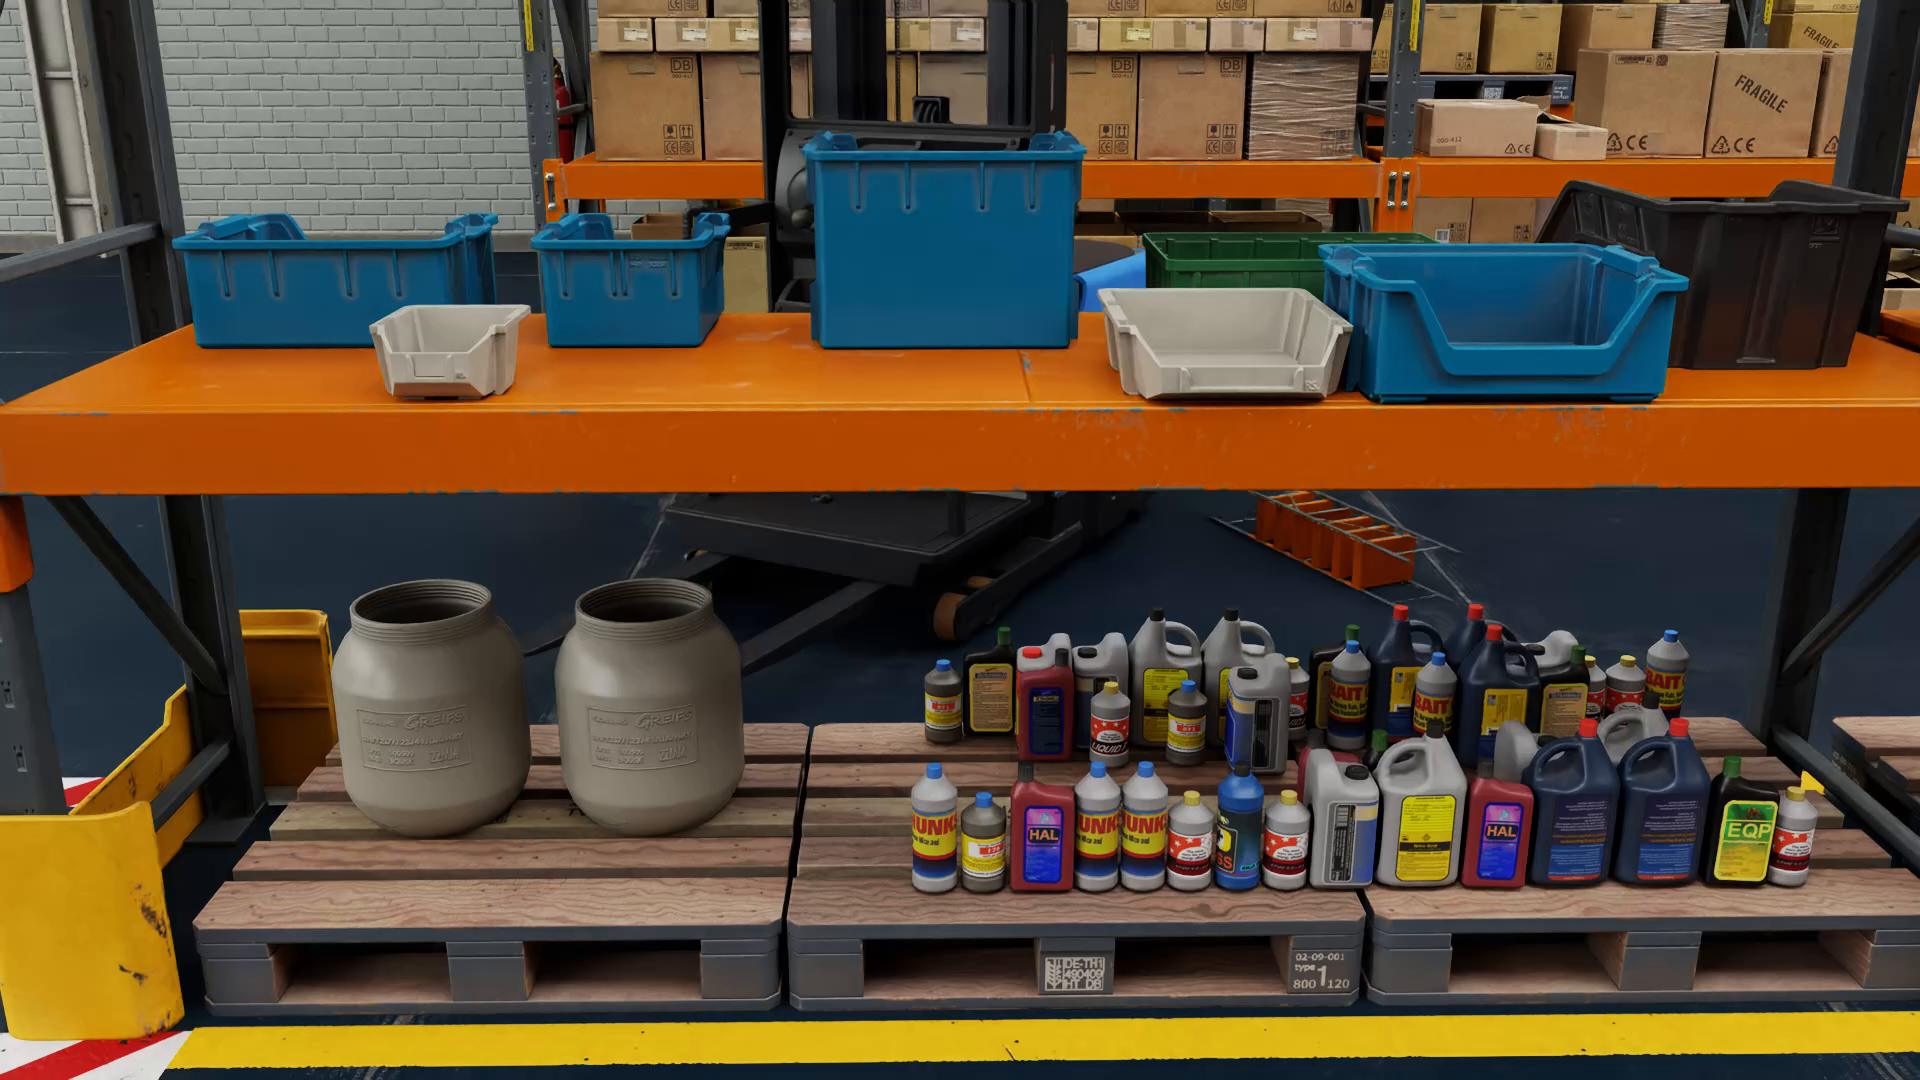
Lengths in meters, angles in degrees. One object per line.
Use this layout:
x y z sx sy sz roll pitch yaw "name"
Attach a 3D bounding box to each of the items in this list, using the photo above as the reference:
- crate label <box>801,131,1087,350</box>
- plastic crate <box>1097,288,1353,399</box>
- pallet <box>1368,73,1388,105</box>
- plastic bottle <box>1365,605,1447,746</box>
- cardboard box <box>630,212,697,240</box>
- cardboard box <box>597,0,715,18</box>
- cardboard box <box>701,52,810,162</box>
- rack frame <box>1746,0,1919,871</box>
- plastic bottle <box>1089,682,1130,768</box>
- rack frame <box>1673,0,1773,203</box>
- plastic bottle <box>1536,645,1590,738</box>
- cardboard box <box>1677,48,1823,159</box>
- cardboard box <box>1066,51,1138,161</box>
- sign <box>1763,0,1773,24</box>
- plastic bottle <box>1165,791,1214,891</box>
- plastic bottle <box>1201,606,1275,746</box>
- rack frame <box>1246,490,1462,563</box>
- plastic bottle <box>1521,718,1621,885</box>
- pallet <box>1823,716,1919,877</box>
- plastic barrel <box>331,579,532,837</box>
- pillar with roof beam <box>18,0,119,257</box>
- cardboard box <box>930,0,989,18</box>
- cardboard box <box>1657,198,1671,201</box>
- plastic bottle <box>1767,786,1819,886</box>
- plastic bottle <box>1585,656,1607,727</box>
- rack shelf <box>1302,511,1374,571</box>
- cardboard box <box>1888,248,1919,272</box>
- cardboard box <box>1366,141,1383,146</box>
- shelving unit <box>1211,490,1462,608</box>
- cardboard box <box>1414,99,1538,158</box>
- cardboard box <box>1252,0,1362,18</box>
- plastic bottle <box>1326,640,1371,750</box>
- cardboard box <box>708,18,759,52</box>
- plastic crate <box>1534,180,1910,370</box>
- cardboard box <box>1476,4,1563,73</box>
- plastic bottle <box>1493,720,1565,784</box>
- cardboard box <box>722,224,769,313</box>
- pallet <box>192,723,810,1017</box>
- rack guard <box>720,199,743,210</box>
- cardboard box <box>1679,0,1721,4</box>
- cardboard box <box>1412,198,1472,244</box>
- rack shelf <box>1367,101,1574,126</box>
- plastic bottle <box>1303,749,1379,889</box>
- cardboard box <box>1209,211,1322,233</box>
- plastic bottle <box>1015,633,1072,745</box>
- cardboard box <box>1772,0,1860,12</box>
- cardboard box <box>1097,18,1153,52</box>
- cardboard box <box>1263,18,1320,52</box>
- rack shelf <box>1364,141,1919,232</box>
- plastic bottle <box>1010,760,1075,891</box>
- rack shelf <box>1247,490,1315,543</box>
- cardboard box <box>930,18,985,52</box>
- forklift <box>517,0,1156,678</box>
-0.035 -0.684 3.712 0.616 0.435 0.502 0 18 -1 "crate label"
0.509 -0.384 3.267 0.437 0.136 0.530 0 18 -1 "plastic crate"
2.738 -3.489 12.827 1.213 0.211 1.003 0 18 -1 "pallet"
1.126 0.335 4.210 0.185 0.351 0.144 -1 18 -3 "plastic bottle"
-1.414 -1.430 8.681 0.500 0.500 0.500 0 18 -1 "cardboard box"
-1.426 -2.753 7.931 0.500 0.500 0.700 0 18 -1 "cardboard box"
-0.954 -2.139 8.140 0.500 0.500 0.700 0 18 1 "cardboard box"
2.128 -0.595 3.492 0.127 3.000 1.000 0 18 -1 "rack frame"
0.370 0.449 4.099 0.097 0.201 0.097 0 18 0 "plastic bottle"
5.971 -3.640 12.985 0.127 3.000 1.000 0 18 -1 "rack frame"
1.482 0.399 4.120 0.133 0.283 0.061 0 18 -1 "plastic bottle"
3.849 -2.159 8.205 0.500 0.500 0.500 0 18 -1 "cardboard box"
0.581 -2.146 8.163 0.500 0.500 0.700 0 18 0 "cardboard box"
5.989 -3.988 12.304 0.005 0.325 0.100 0 18 -1 "sign"
0.488 0.631 3.531 0.097 0.201 0.097 0 18 0 "plastic bottle"
0.701 0.337 4.204 0.185 0.351 0.144 0 18 -1 "plastic bottle"
1.388 -0.109 6.268 0.240 0.006 1.200 -8 20 -24 "rack frame"
1.297 0.549 3.543 0.185 0.351 0.144 -1 18 -4 "plastic bottle"
2.913 0.717 3.967 1.213 0.211 1.003 0 18 -1 "pallet"
-1.214 0.382 3.831 0.421 0.512 0.421 0 18 0 "plastic barrel"
-7.273 -5.382 8.594 0.400 9.000 9.100 0 18 -1 "pillar with roof beam"
0.105 -2.762 7.960 0.500 0.500 0.700 0 18 -1 "cardboard box"
5.252 -2.640 13.239 0.500 0.500 0.700 0 18 0 "cardboard box"
1.770 0.625 3.551 0.097 0.201 0.097 0 18 0 "plastic bottle"
1.599 0.396 4.262 0.097 0.201 0.097 0 18 0 "plastic bottle"
1.420 -0.001 6.232 0.258 0.180 0.103 -8 20 -24 "rack shelf"
5.000 -1.367 8.795 0.500 0.311 0.500 -1 18 -2 "cardboard box"
3.148 -3.009 13.162 0.500 0.250 0.500 -1 18 -2 "cardboard box"
1.388 -0.022 6.296 0.258 0.189 1.200 -8 20 -24 "shelving unit"
2.545 -2.052 8.280 0.500 0.250 0.500 1 18 3 "cardboard box"
1.610 -2.769 7.982 0.500 0.500 0.700 0 18 -1 "cardboard box"
0.979 0.385 4.184 0.097 0.271 0.097 0 18 0 "plastic bottle"
-1.037 -2.384 7.844 0.250 0.149 0.380 0 18 -1 "cardboard box"
1.603 -0.602 3.615 0.504 0.338 0.767 0 18 -1 "plastic crate"
4.256 -3.879 12.846 0.500 0.500 0.700 0 18 -1 "cardboard box"
1.269 0.539 3.695 0.135 0.276 0.152 0 18 -1 "plastic bottle"
-0.906 -1.274 8.195 0.500 0.500 0.500 0 18 -1 "cardboard box"
-0.984 0.735 3.911 1.213 0.211 1.003 0 18 -1 "pallet"
-1.952 -2.412 13.248 0.348 0.500 1.175 0 18 -1 "rack guard"
5.627 -4.195 12.770 0.250 0.149 0.380 -3 18 -8 "cardboard box"
3.734 -2.657 13.291 0.500 0.500 0.700 0 18 0 "cardboard box"
3.972 -3.288 13.065 4.000 0.370 1.077 0 18 -1 "rack shelf"
0.811 0.585 3.551 0.135 0.276 0.152 0 18 0 "plastic bottle"
1.585 -1.449 8.741 0.500 0.500 0.500 0 18 -1 "cardboard box"
0.211 0.376 4.204 0.135 0.276 0.152 0 18 0 "plastic bottle"
6.458 -4.120 12.568 0.500 0.250 0.500 0 18 0 "cardboard box"
0.768 -2.393 7.873 0.250 0.149 0.380 0 18 -1 "cardboard box"
1.538 -2.397 7.884 0.250 0.149 0.380 -1 18 -2 "cardboard box"
4.053 -1.775 8.348 4.000 0.370 1.077 0 18 -1 "rack shelf"
0.173 0.599 3.497 0.133 0.283 0.061 0 18 0 "plastic bottle"
1.267 -0.103 6.541 0.258 0.180 0.103 -8 20 -24 "rack shelf"
-0.013 -2.389 7.857 0.250 0.149 0.380 0 18 0 "cardboard box"
-0.322 -1.212 5.528 1.130 2.935 3.031 9 20 27 "forklift"
